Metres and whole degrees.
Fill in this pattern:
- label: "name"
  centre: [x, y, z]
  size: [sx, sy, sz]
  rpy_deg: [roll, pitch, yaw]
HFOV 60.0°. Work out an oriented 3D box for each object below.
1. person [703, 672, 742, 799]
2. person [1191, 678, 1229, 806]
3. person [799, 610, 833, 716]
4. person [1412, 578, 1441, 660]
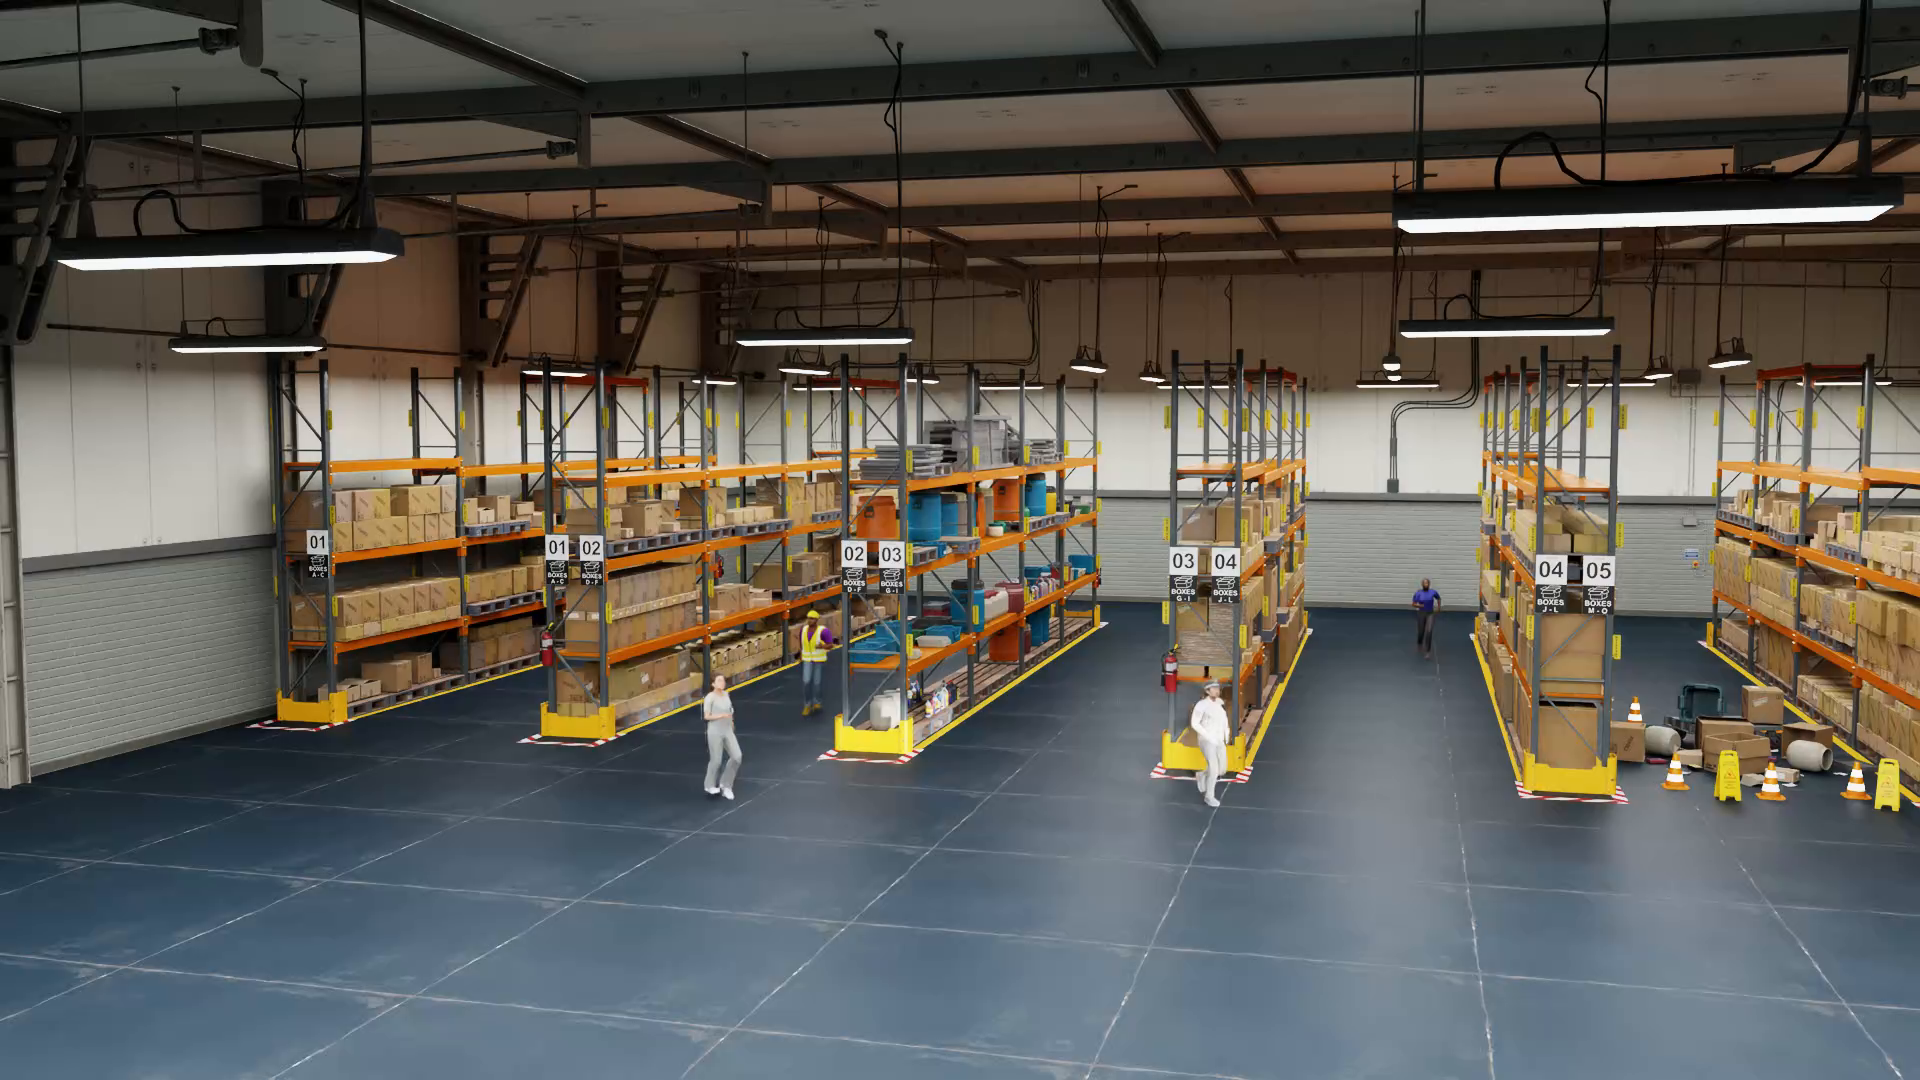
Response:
- label: "person"
  centre: [-3.152, 2.595, 21.994]
  size: [0.545, 1.692, 0.662]
  rpy_deg: [-4, 6, -44]
- label: "person"
  centre: [3.281, 2.621, 21.773]
  size: [0.666, 1.666, 0.574]
  rpy_deg: [-3, 5, -36]
- label: "person"
  centre: [-2.471, 2.105, 28.313]
  size: [0.660, 1.828, 0.755]
  rpy_deg: [1, 4, 8]
- label: "person"
  centre: [9.888, 1.686, 35.270]
  size: [0.587, 1.601, 0.933]
  rpy_deg: [1, 4, 18]
